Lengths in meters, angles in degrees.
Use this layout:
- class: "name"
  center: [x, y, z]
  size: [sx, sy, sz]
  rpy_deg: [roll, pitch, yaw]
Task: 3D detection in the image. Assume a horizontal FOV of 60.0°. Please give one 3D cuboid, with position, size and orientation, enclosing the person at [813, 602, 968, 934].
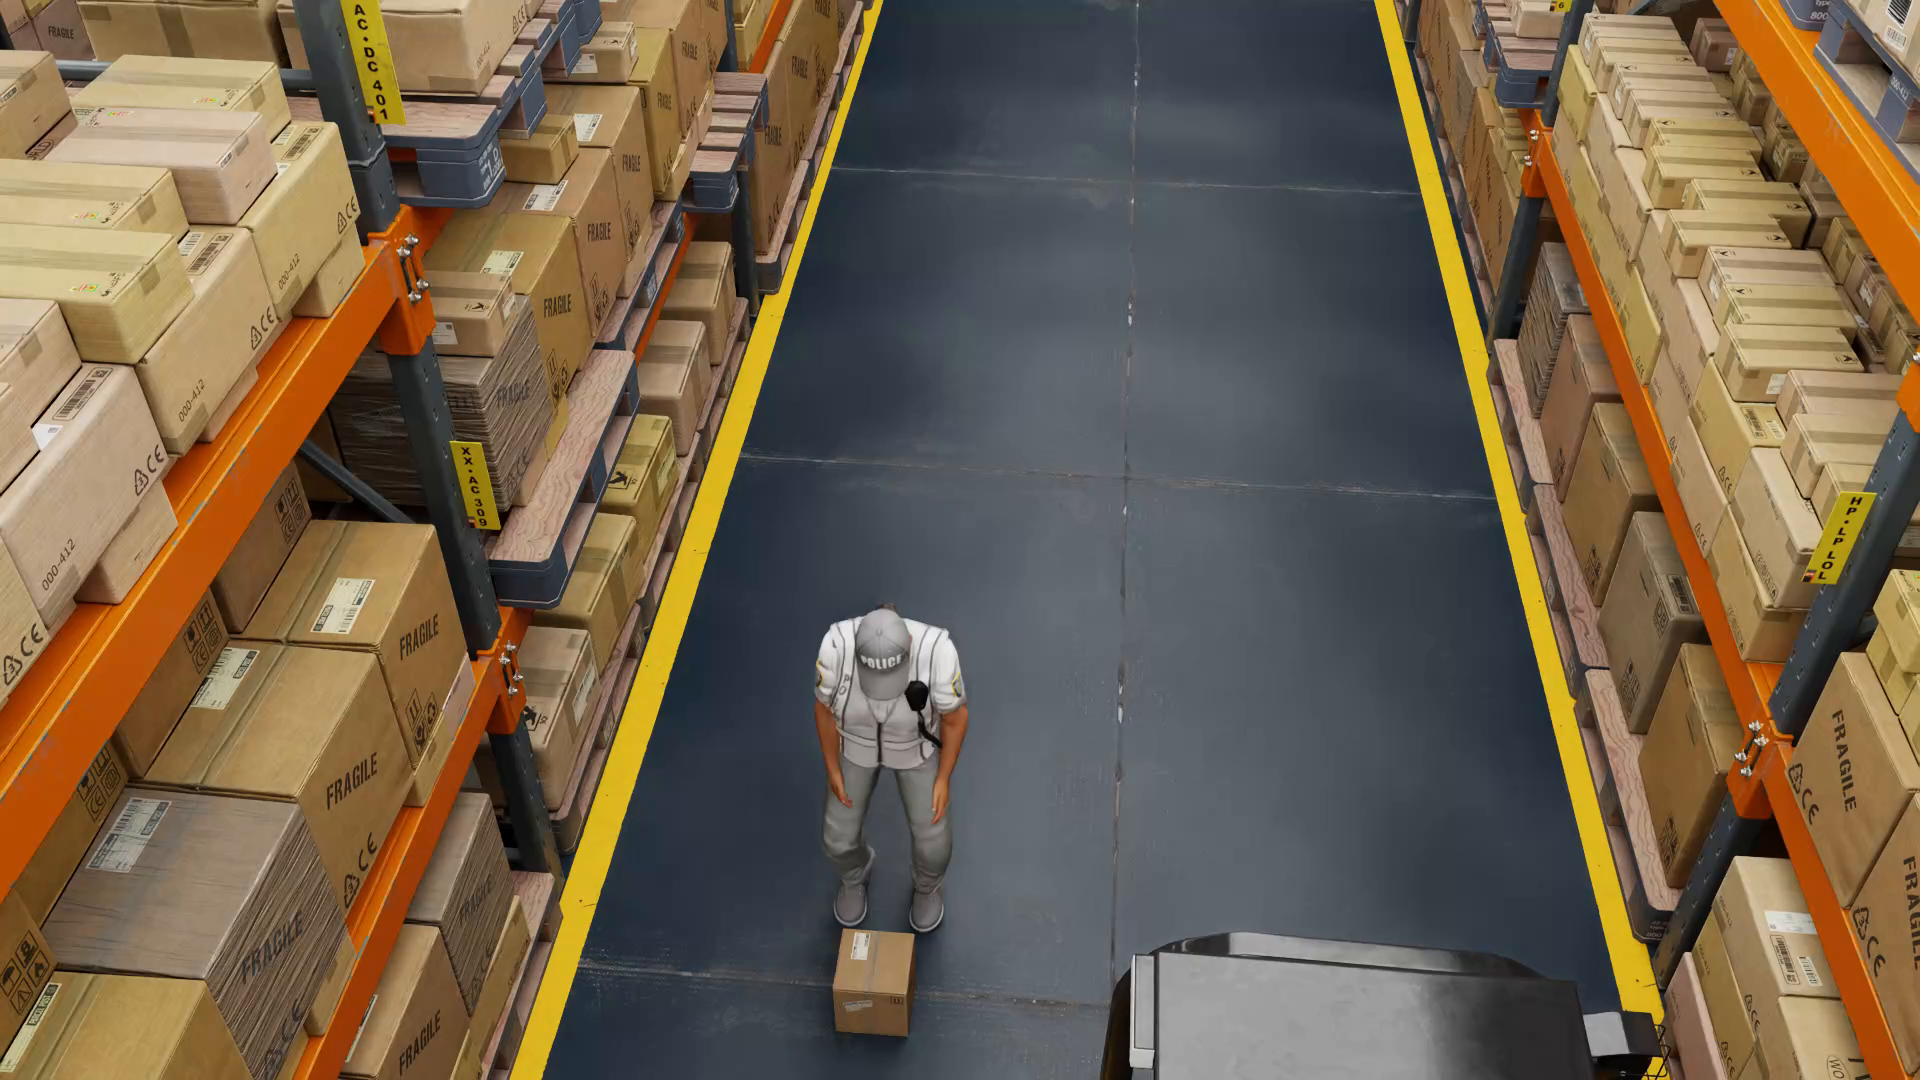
- class: "person"
  center: [-0.226, 0.739, 5.670]
  size: [0.515, 1.558, 0.571]
  rpy_deg: [4, 40, 5]
